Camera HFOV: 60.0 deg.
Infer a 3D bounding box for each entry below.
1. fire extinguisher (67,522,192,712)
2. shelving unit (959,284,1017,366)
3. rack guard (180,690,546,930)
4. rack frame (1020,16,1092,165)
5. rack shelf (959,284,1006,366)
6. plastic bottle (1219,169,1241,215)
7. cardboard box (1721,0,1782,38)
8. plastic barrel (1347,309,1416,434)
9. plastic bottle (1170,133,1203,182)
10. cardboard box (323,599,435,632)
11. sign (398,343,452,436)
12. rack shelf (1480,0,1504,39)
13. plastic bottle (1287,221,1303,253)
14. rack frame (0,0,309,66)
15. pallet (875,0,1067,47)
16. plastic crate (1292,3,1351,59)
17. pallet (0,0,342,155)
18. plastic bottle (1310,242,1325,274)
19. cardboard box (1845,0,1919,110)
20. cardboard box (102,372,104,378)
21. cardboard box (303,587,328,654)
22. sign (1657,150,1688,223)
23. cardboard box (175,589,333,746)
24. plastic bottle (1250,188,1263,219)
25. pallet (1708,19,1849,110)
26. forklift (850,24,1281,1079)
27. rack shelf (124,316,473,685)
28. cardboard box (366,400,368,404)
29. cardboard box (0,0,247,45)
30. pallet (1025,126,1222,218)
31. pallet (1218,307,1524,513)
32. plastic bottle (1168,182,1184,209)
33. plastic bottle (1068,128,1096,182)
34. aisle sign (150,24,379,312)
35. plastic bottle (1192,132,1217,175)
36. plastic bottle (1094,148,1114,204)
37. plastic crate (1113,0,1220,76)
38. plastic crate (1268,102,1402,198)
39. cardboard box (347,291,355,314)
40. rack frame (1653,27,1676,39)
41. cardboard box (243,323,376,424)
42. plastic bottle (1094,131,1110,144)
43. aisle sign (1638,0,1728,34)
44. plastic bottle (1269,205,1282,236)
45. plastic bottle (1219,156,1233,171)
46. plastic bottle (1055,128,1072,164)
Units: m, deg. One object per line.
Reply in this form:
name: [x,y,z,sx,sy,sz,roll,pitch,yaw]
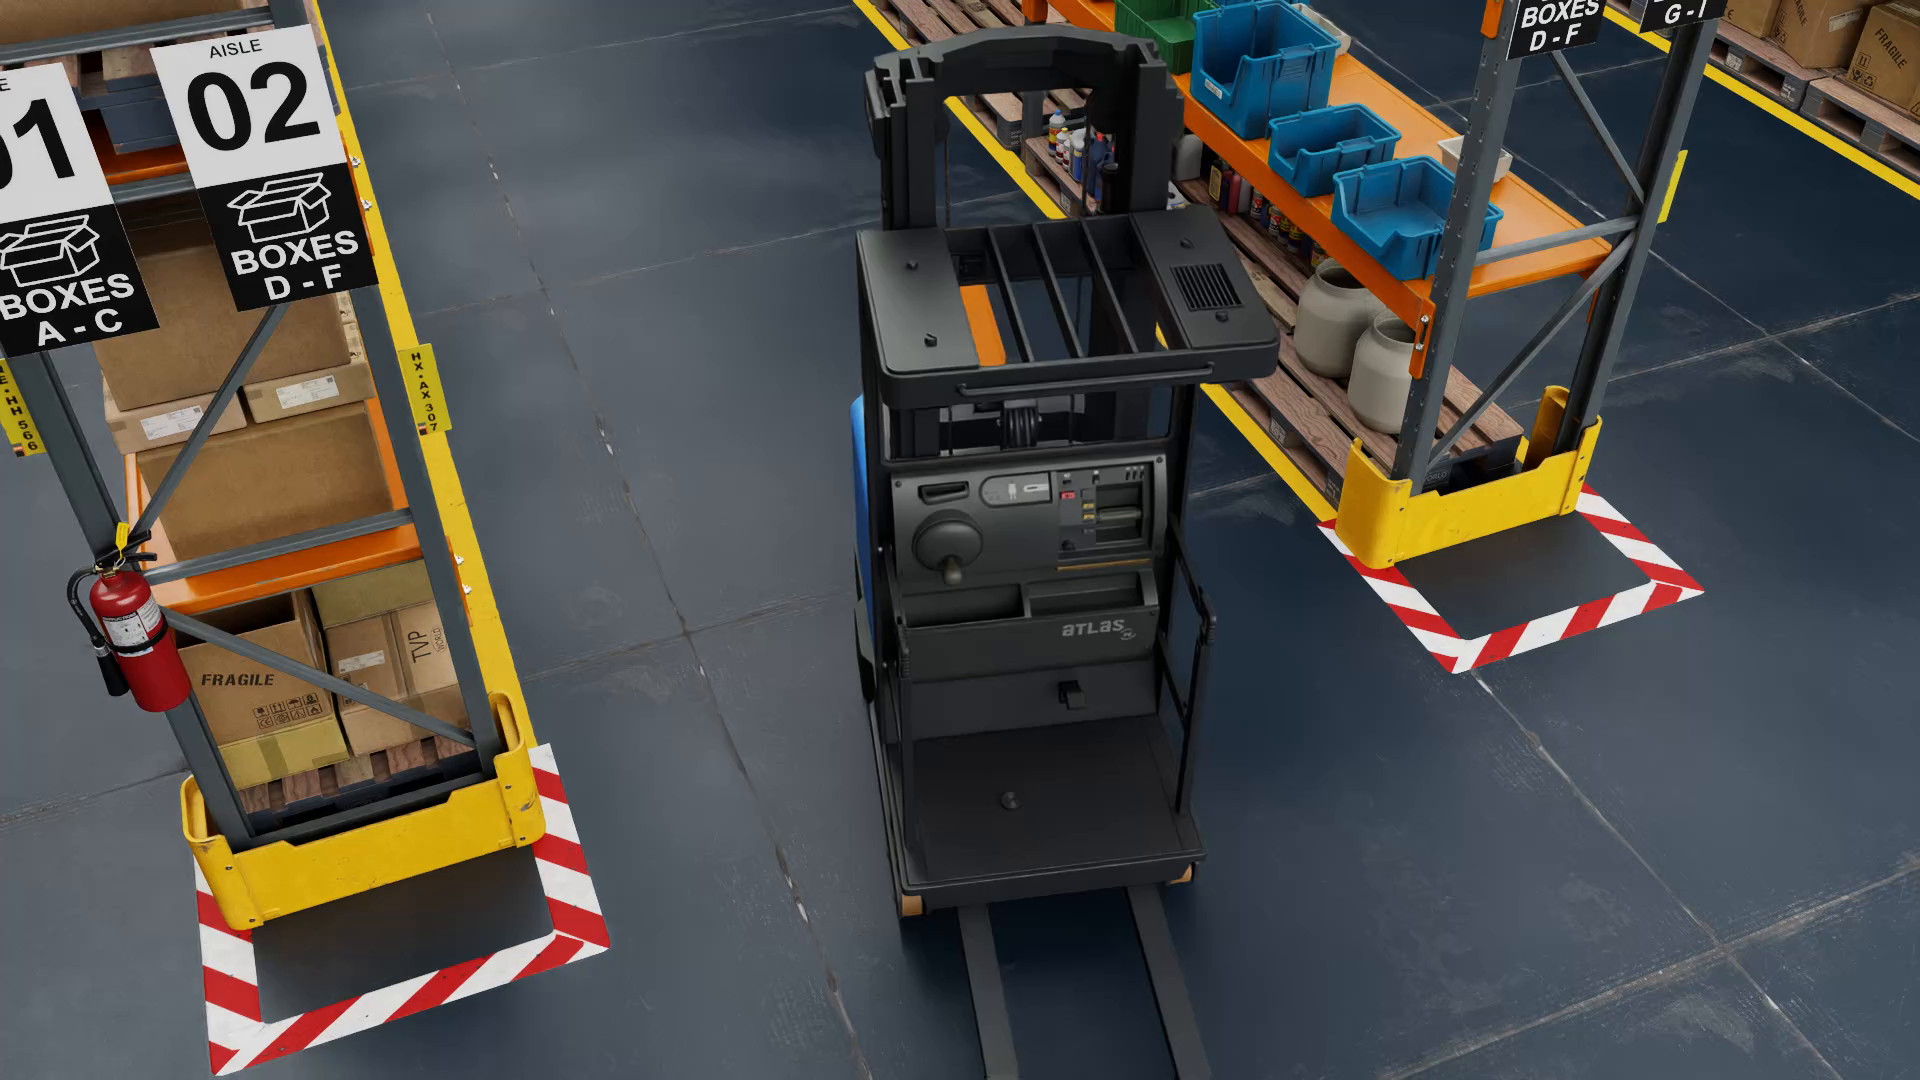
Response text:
fire extinguisher: [-2.566,0.243,5.145,0.296,0.674,0.183,-15,43,-17]
shelving unit: [-0.093,-0.627,7.535,0.538,1.125,1.048,-6,41,-6]
rack guard: [-2.173,0.989,6.135,1.175,0.500,0.348,-15,43,-17]
rack frame: [0.865,-3.616,9.574,1.000,3.000,0.127,-15,43,-17]
rack shelf: [-0.093,-0.849,7.344,0.538,0.278,1.000,-6,41,-6]
plastic bottle: [1.535,-2.001,9.441,0.061,0.283,0.133,-15,43,-17]
cardboard box: [5.557,-3.813,11.397,0.500,0.500,0.500,-16,43,-18]
plastic barrel: [2.073,-0.800,7.885,0.421,0.512,0.421,0,41,0]
plastic bottle: [1.324,-2.267,9.756,0.152,0.276,0.135,-15,43,-17]
cardboard box: [-2.376,0.231,6.886,0.500,0.250,0.500,-15,43,-17]
sign: [-1.667,-0.466,5.186,0.100,0.325,0.005,-15,43,-17]
rack shelf: [1.631,-3.276,7.429,1.077,0.370,4.000,-15,43,-17]
plastic bottle: [1.859,-1.716,9.118,0.097,0.271,0.097,0,41,0]
rack frame: [-2.182,-2.248,3.381,1.000,3.000,0.127,-15,43,-17]
pallet: [0.058,-3.759,11.878,1.003,0.211,1.213,-15,43,-17]
plastic crate: [1.721,-2.601,8.596,0.530,0.136,0.437,-15,43,-17]
pallet: [-2.429,-1.510,4.891,1.003,0.211,1.213,-15,43,-17]
plastic bottle: [1.950,-1.545,8.973,0.097,0.201,0.097,0,41,0]
cardboard box: [6.094,-3.115,10.586,0.500,0.500,0.500,-19,44,-21]
cardboard box: [-2.606,-0.597,5.488,0.380,0.149,0.250,-14,43,-16]
cardboard box: [-2.863,0.362,6.733,0.500,0.250,0.500,-15,43,-17]
sign: [2.906,-1.446,6.838,0.100,0.325,0.005,-15,43,-17]
cardboard box: [-2.662,0.377,6.141,0.500,0.500,0.500,-15,43,-17]
plastic bottle: [1.704,-1.933,9.424,0.097,0.201,0.097,0,41,0]
pallet: [5.731,-3.399,11.459,1.003,0.211,1.213,-15,43,-17]
forklift: [0.270,0.007,5.413,1.130,2.935,3.031,-6,41,-6]
rack shelf: [-2.947,-0.905,6.973,1.077,0.370,4.000,-15,43,-17]
cardboard box: [-2.554,-0.611,6.002,0.700,0.500,0.500,-14,43,-16]
cardboard box: [-2.398,-1.709,4.547,0.797,0.503,0.637,-12,42,-14]
pallet: [1.084,-2.144,10.000,1.003,0.211,1.213,-15,43,-17]
pallet: [2.017,-0.674,8.291,1.003,0.211,1.213,-15,43,-17]
plastic bottle: [1.153,-1.843,9.263,0.152,0.276,0.135,-15,43,-17]
plastic bottle: [0.731,-2.261,9.749,0.152,0.276,0.135,-14,43,-15]
aisle sign: [-1.874,-0.996,4.532,0.394,0.787,0.004,-15,43,-17]
plastic bottle: [1.451,-2.347,9.792,0.144,0.351,0.185,-17,44,-19]
plastic bottle: [0.863,-2.075,9.476,0.144,0.351,0.185,-17,43,-19]
plastic crate: [1.124,-2.648,8.610,0.450,0.188,0.662,-15,43,-17]
plastic crate: [1.685,-1.770,7.540,0.499,0.251,0.408,-15,43,-17]
cardboard box: [-2.331,-0.856,5.790,0.380,0.149,0.250,-15,43,-17]
rack frame: [5.441,-4.852,11.010,1.000,3.000,0.127,-15,43,-17]
cardboard box: [-2.133,-0.547,5.430,0.380,0.149,0.250,-15,43,-17]
plastic bottle: [0.829,-2.291,9.778,0.061,0.283,0.133,-15,43,-17]
aisle sign: [2.694,-2.222,5.958,0.394,0.787,0.004,-15,43,-17]
plastic bottle: [1.783,-1.809,9.280,0.097,0.201,0.097,0,41,0]
plastic bottle: [1.575,-2.153,9.566,0.144,0.351,0.185,-15,43,-17]
plastic bottle: [0.621,-2.360,9.921,0.097,0.201,0.097,0,41,0]
